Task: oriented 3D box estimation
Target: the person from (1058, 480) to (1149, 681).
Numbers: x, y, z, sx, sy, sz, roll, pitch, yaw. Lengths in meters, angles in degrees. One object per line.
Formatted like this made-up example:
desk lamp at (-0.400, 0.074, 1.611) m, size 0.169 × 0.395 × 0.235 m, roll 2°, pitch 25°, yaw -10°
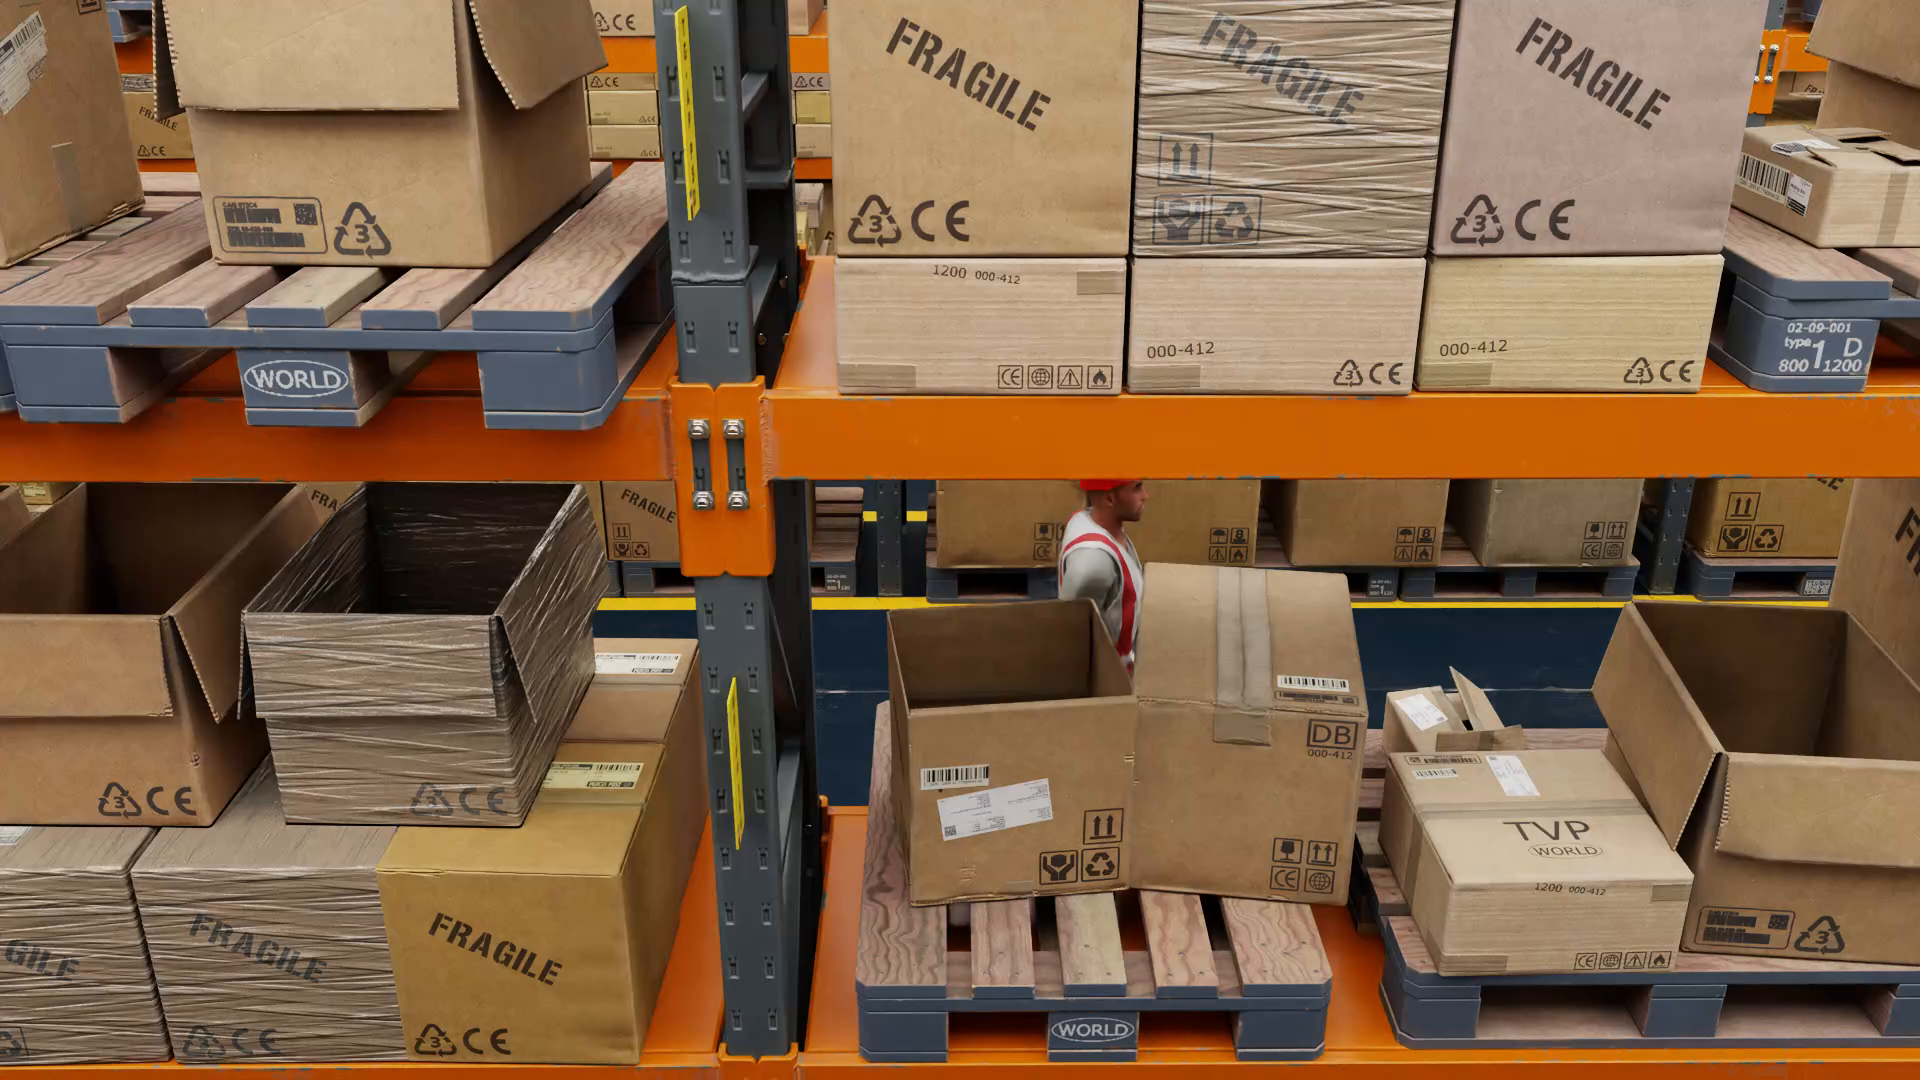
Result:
person at (0.474, 0.478, 5.999) m, size 1.046 × 1.752 × 0.540 m, roll 1°, pitch 24°, yaw 2°
